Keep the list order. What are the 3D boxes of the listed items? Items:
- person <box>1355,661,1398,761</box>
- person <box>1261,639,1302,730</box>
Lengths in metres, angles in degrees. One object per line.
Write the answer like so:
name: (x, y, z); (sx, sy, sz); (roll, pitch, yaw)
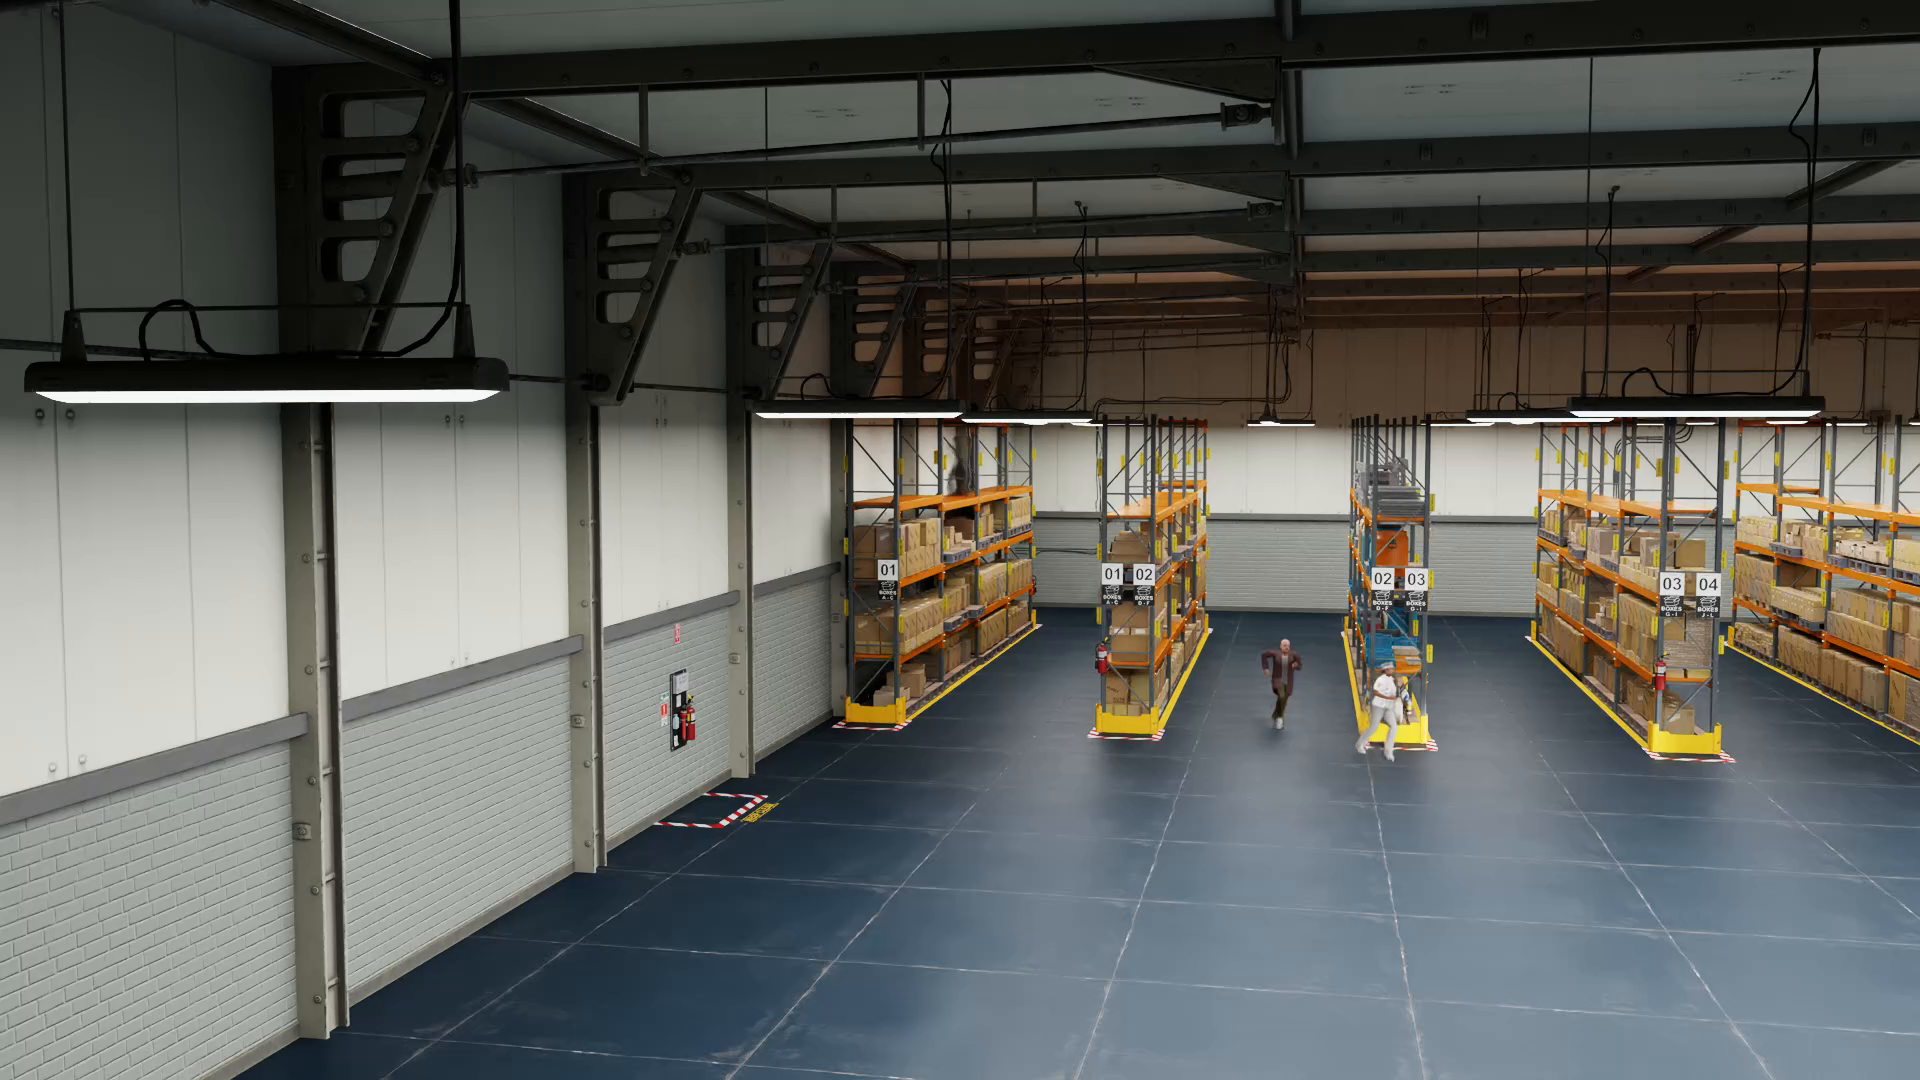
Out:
person: (7.398, 2.963, 29.145); (0.633, 1.707, 0.812); (-3, 5, -40)
person: (6.136, 2.736, 31.734); (0.691, 1.733, 0.986); (-1, 4, -9)
